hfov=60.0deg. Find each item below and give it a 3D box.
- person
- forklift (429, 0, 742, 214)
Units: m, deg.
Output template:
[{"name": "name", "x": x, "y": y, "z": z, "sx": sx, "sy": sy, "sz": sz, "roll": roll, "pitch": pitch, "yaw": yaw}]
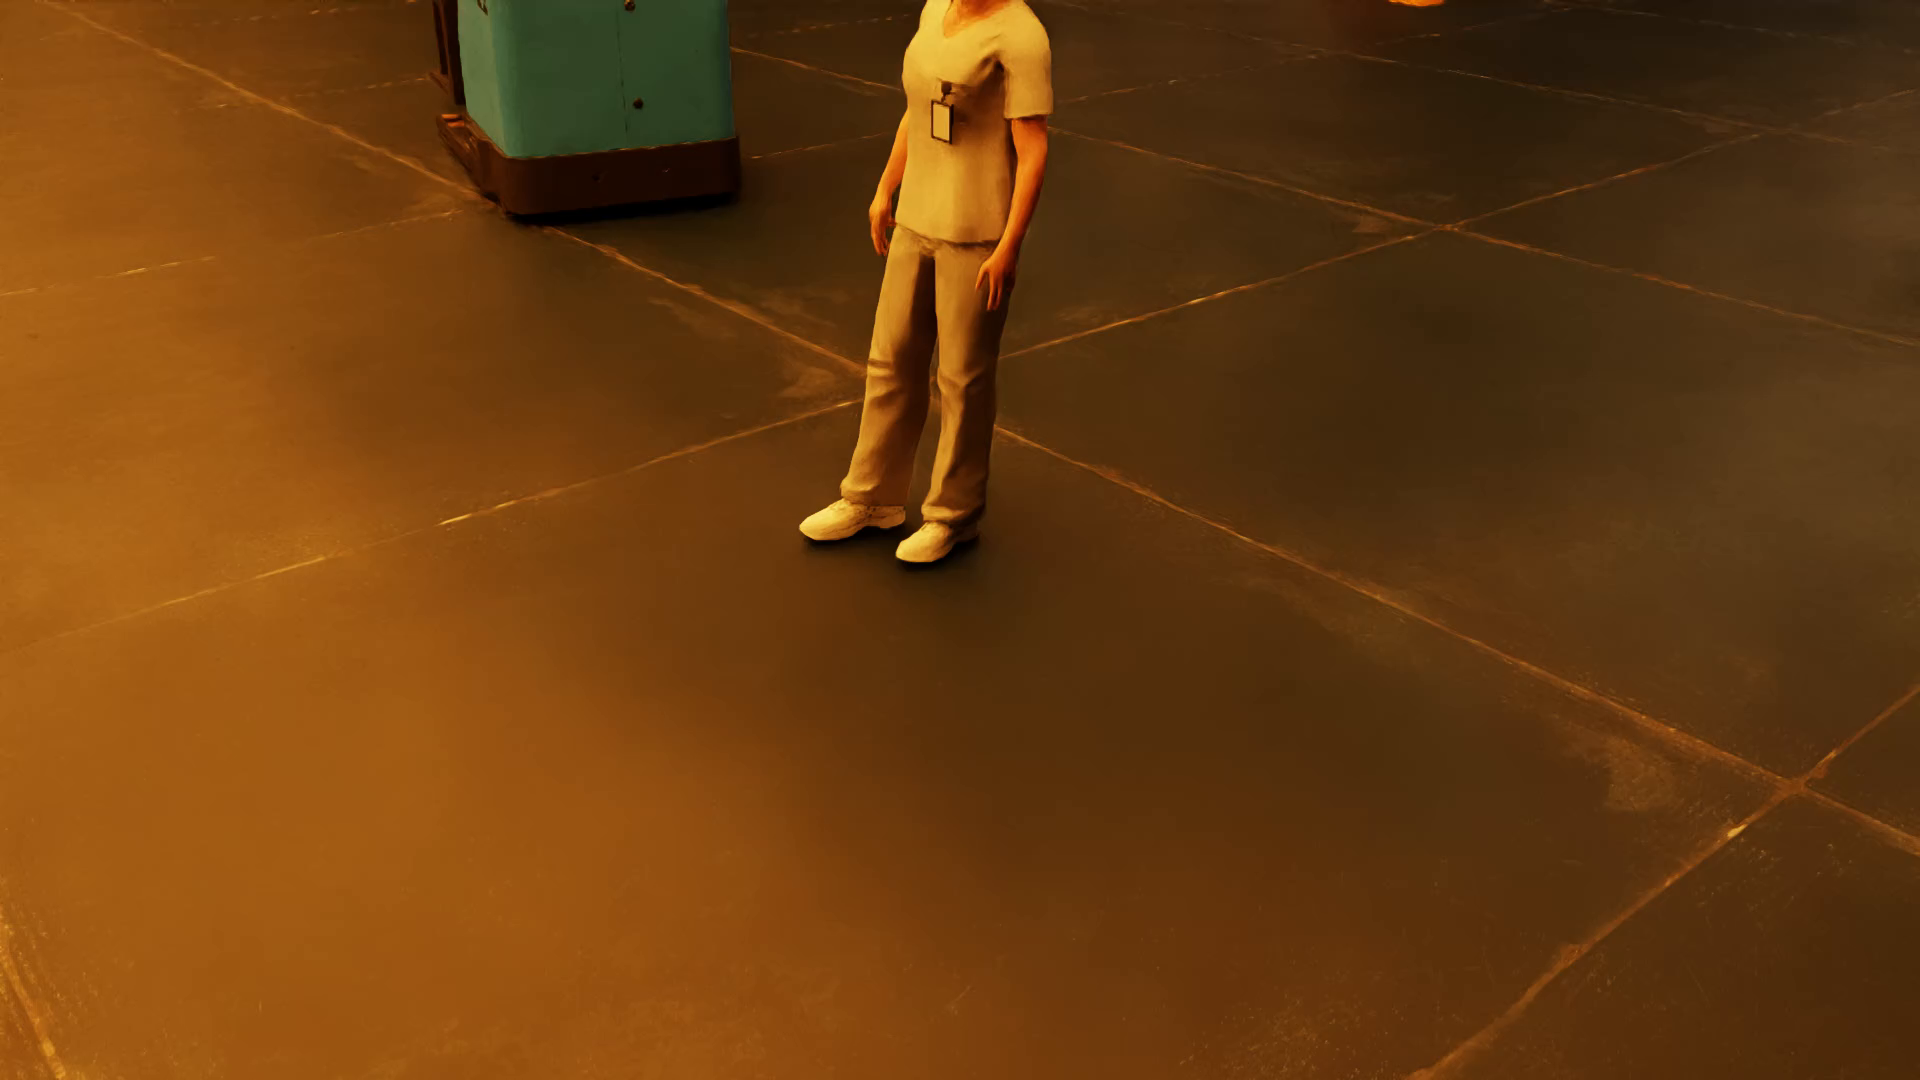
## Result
[{"name": "person", "x": -0.065, "y": -0.740, "z": 4.092, "sx": 0.548, "sy": 1.674, "sz": 0.550, "roll": -20, "pitch": 33, "yaw": -35}, {"name": "forklift", "x": -2.065, "y": -3.347, "z": 7.951, "sx": 1.130, "sy": 2.935, "sz": 3.031, "roll": -11, "pitch": 29, "yaw": -22}]
